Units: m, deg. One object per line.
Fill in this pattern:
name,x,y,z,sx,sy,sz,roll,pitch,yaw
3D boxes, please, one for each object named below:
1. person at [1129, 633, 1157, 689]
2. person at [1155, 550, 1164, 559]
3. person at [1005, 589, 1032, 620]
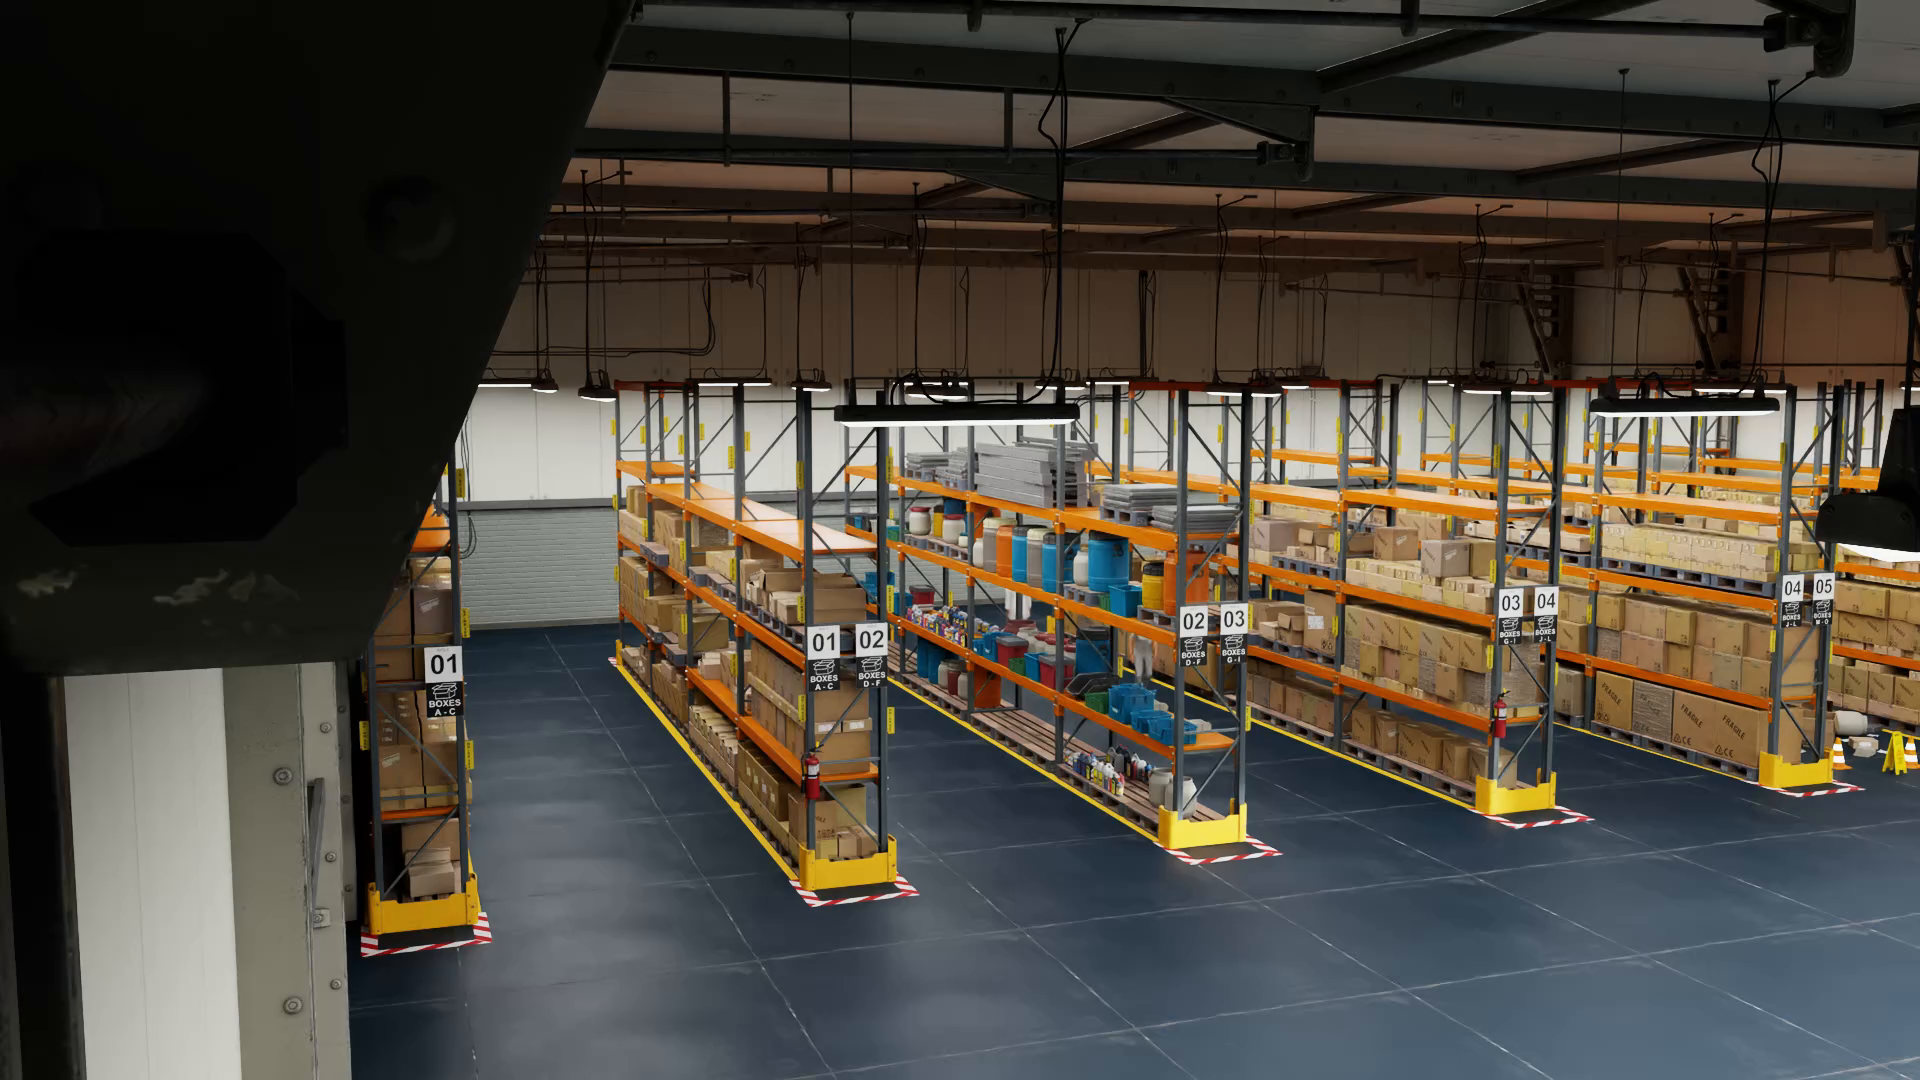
person,3.466,2.190,31.490,0.535,1.655,0.502,0,6,-4
person,5.046,1.062,42.002,0.486,1.621,1.034,-2,7,-22
person,1.306,1.529,37.079,0.616,1.774,0.701,-1,6,-9
